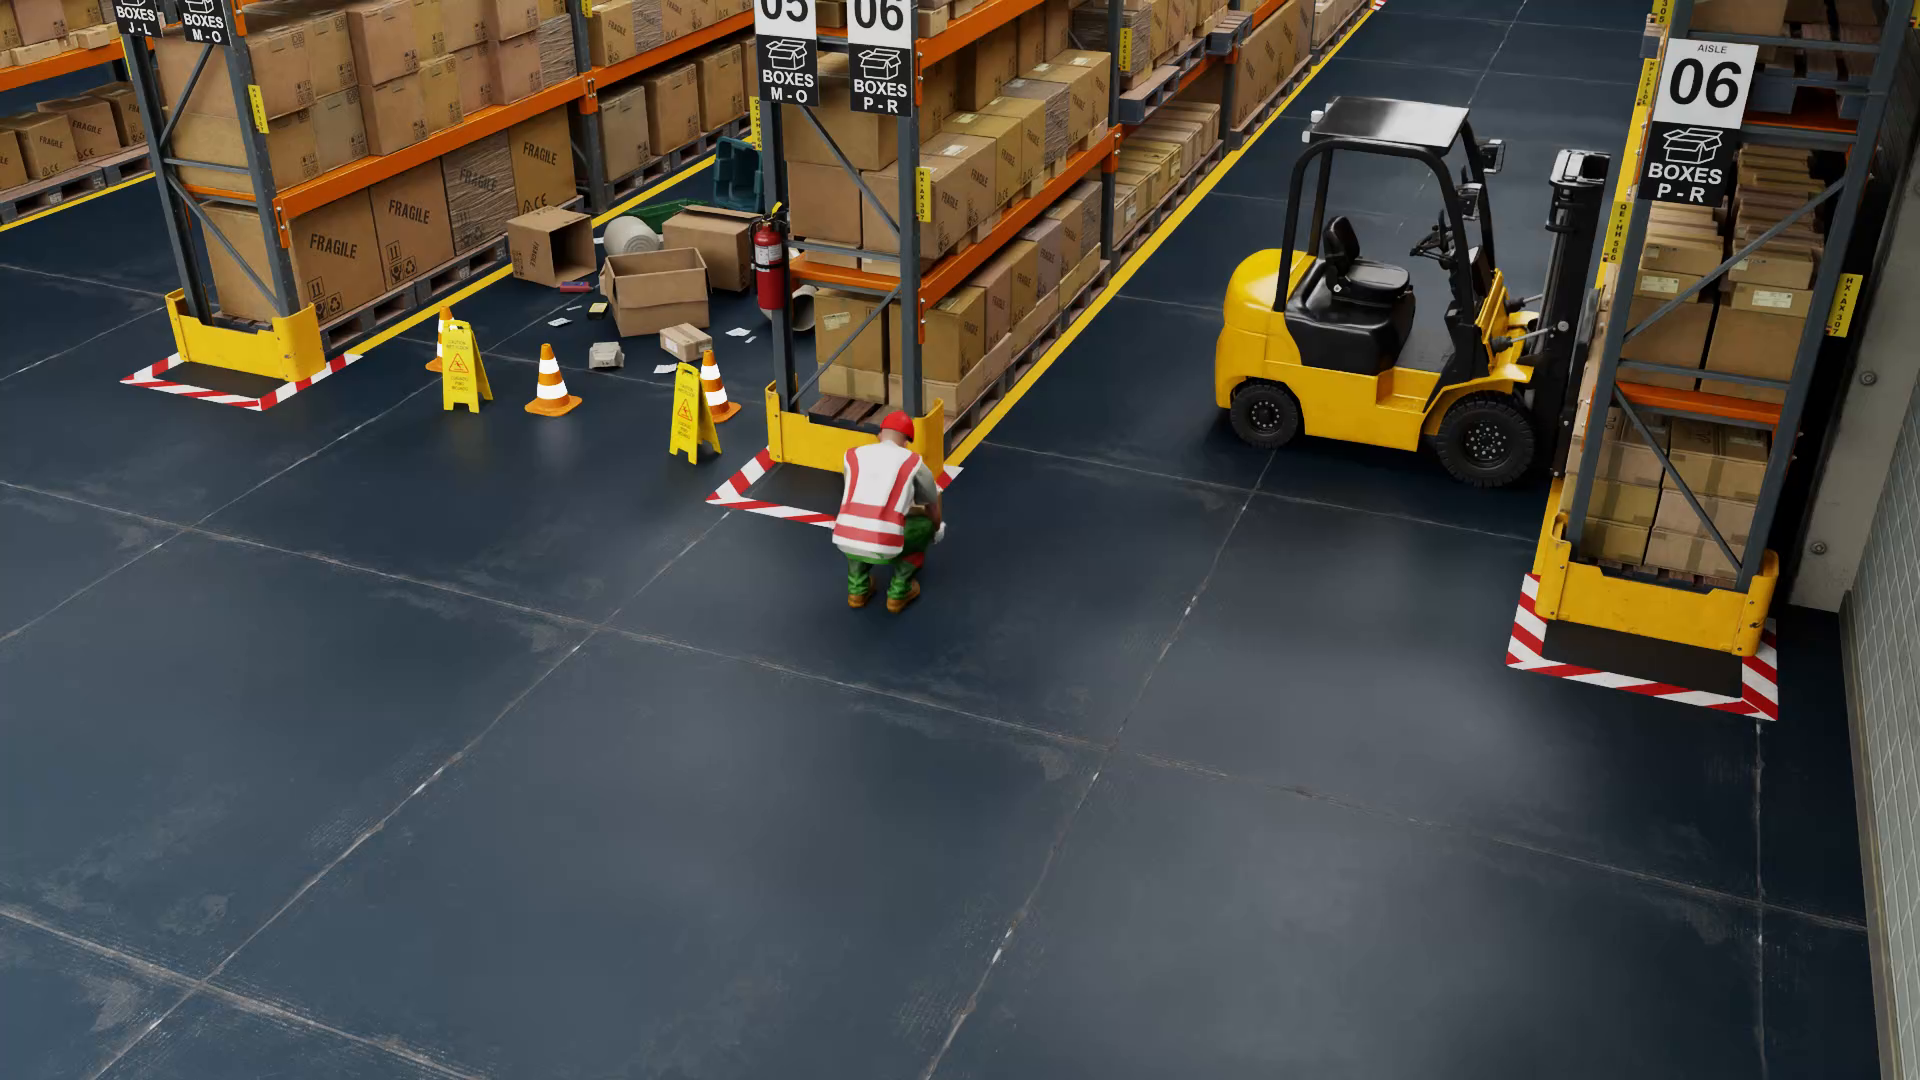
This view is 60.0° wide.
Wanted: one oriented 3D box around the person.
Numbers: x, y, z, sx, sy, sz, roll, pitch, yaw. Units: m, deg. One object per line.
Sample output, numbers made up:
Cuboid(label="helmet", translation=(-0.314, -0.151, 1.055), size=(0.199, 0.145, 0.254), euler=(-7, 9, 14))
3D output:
Cuboid(label="person", translation=(-0.431, -0.149, 9.446), size=(0.562, 1.006, 0.884), euler=(11, 31, 19))
